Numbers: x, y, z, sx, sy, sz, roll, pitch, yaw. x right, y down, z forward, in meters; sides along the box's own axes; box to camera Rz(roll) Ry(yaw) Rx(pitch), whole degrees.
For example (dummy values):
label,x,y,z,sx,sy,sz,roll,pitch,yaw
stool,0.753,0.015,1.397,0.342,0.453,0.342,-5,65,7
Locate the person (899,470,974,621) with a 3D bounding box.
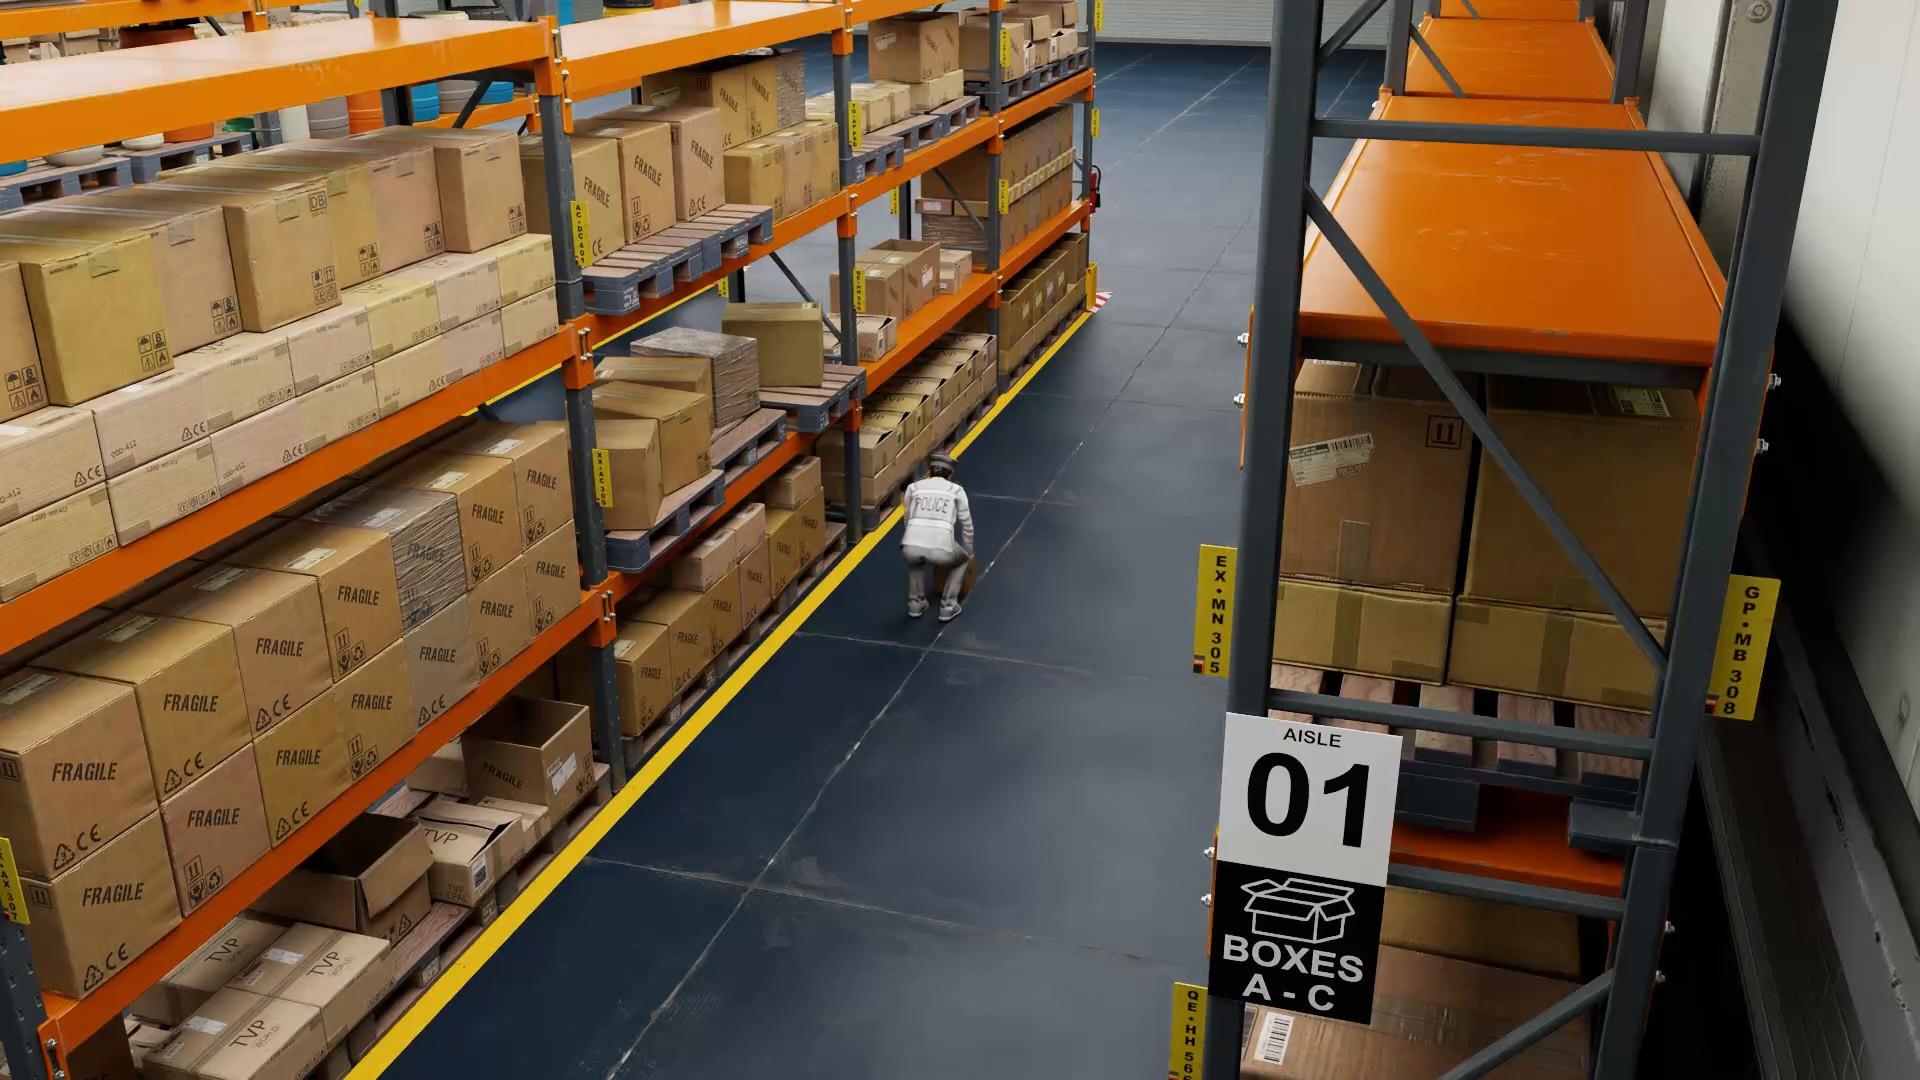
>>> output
label,x,y,z,sx,sy,sz,roll,pitch,yaw
person,-0.176,0.038,11.936,0.490,0.964,0.848,6,23,15
